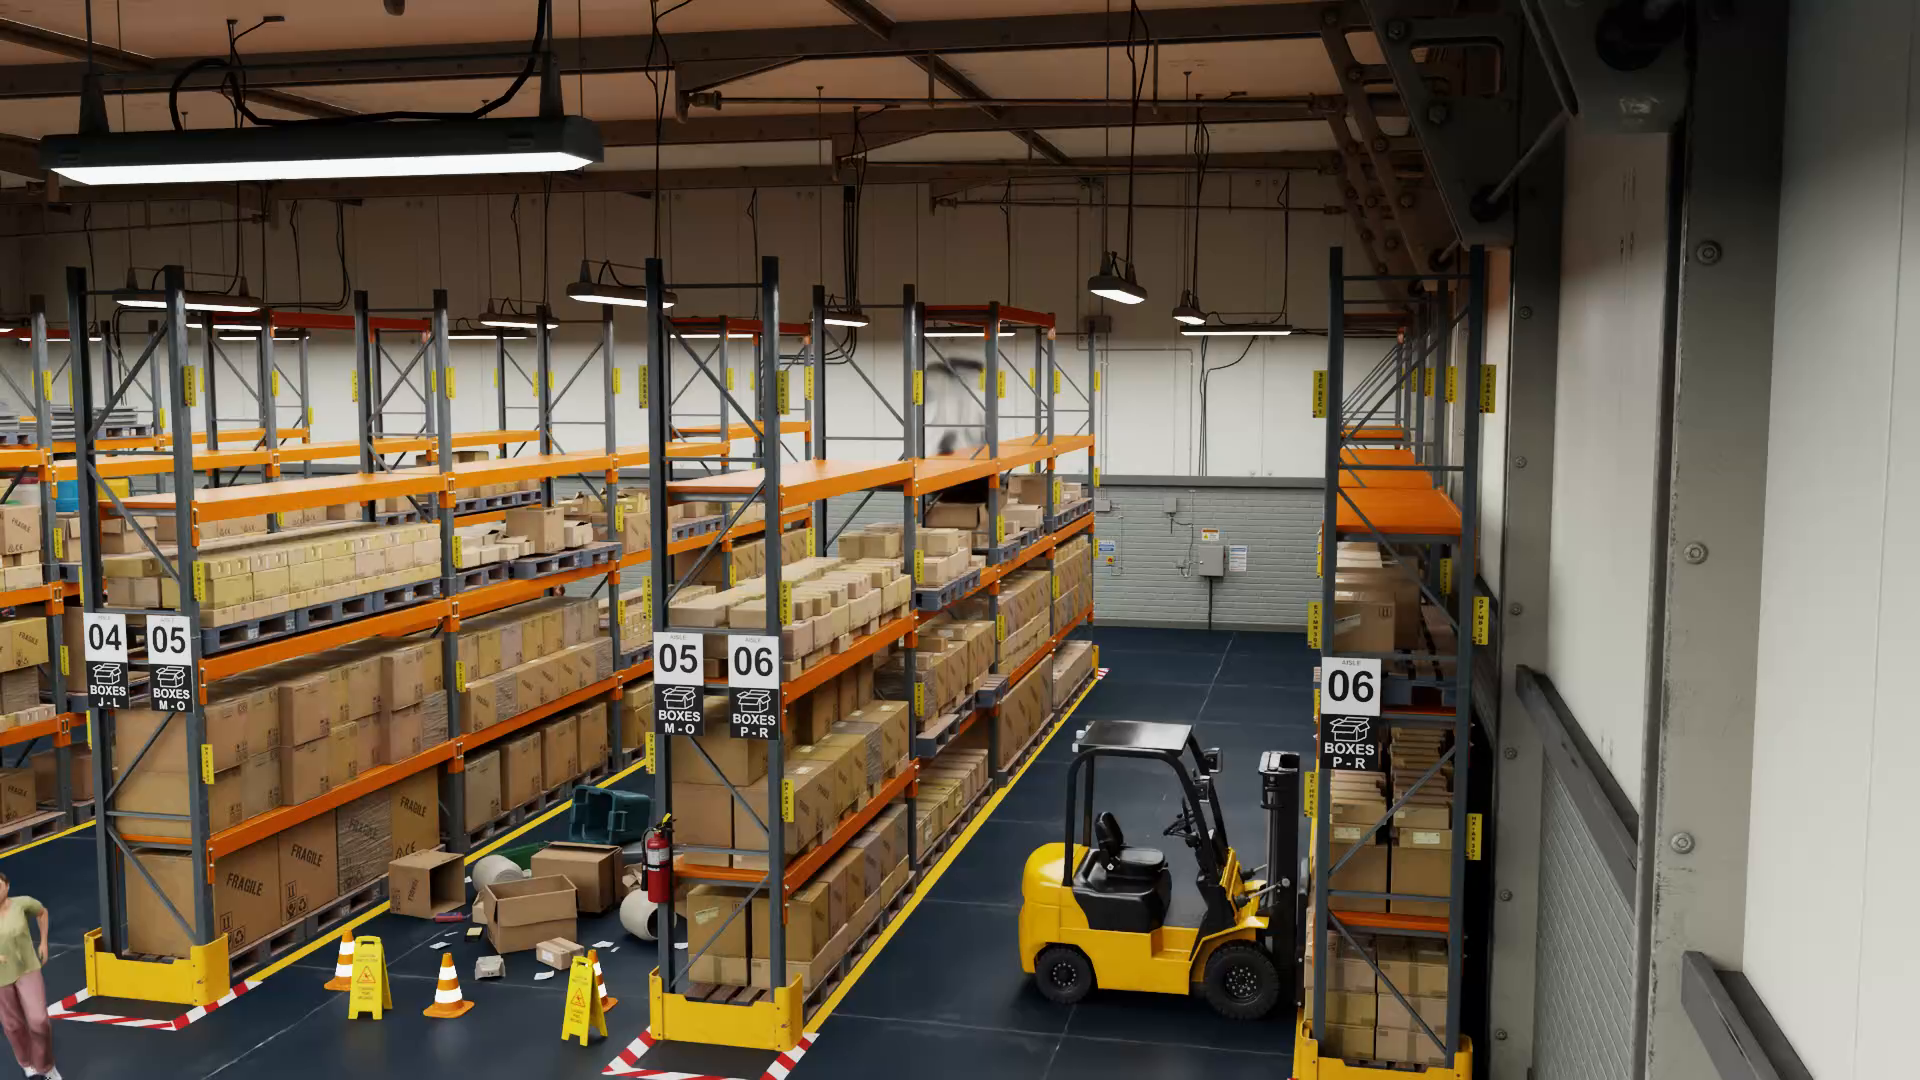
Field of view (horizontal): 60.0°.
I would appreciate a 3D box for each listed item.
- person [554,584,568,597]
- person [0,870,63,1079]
[{"bbox_3d":[-6.727,1.534,27.991,0.579,1.643,0.711,0,6,1],"label":"person"},{"bbox_3d":[-6.790,3.151,11.893,0.593,1.665,0.719,-4,7,-31],"label":"person"}]
